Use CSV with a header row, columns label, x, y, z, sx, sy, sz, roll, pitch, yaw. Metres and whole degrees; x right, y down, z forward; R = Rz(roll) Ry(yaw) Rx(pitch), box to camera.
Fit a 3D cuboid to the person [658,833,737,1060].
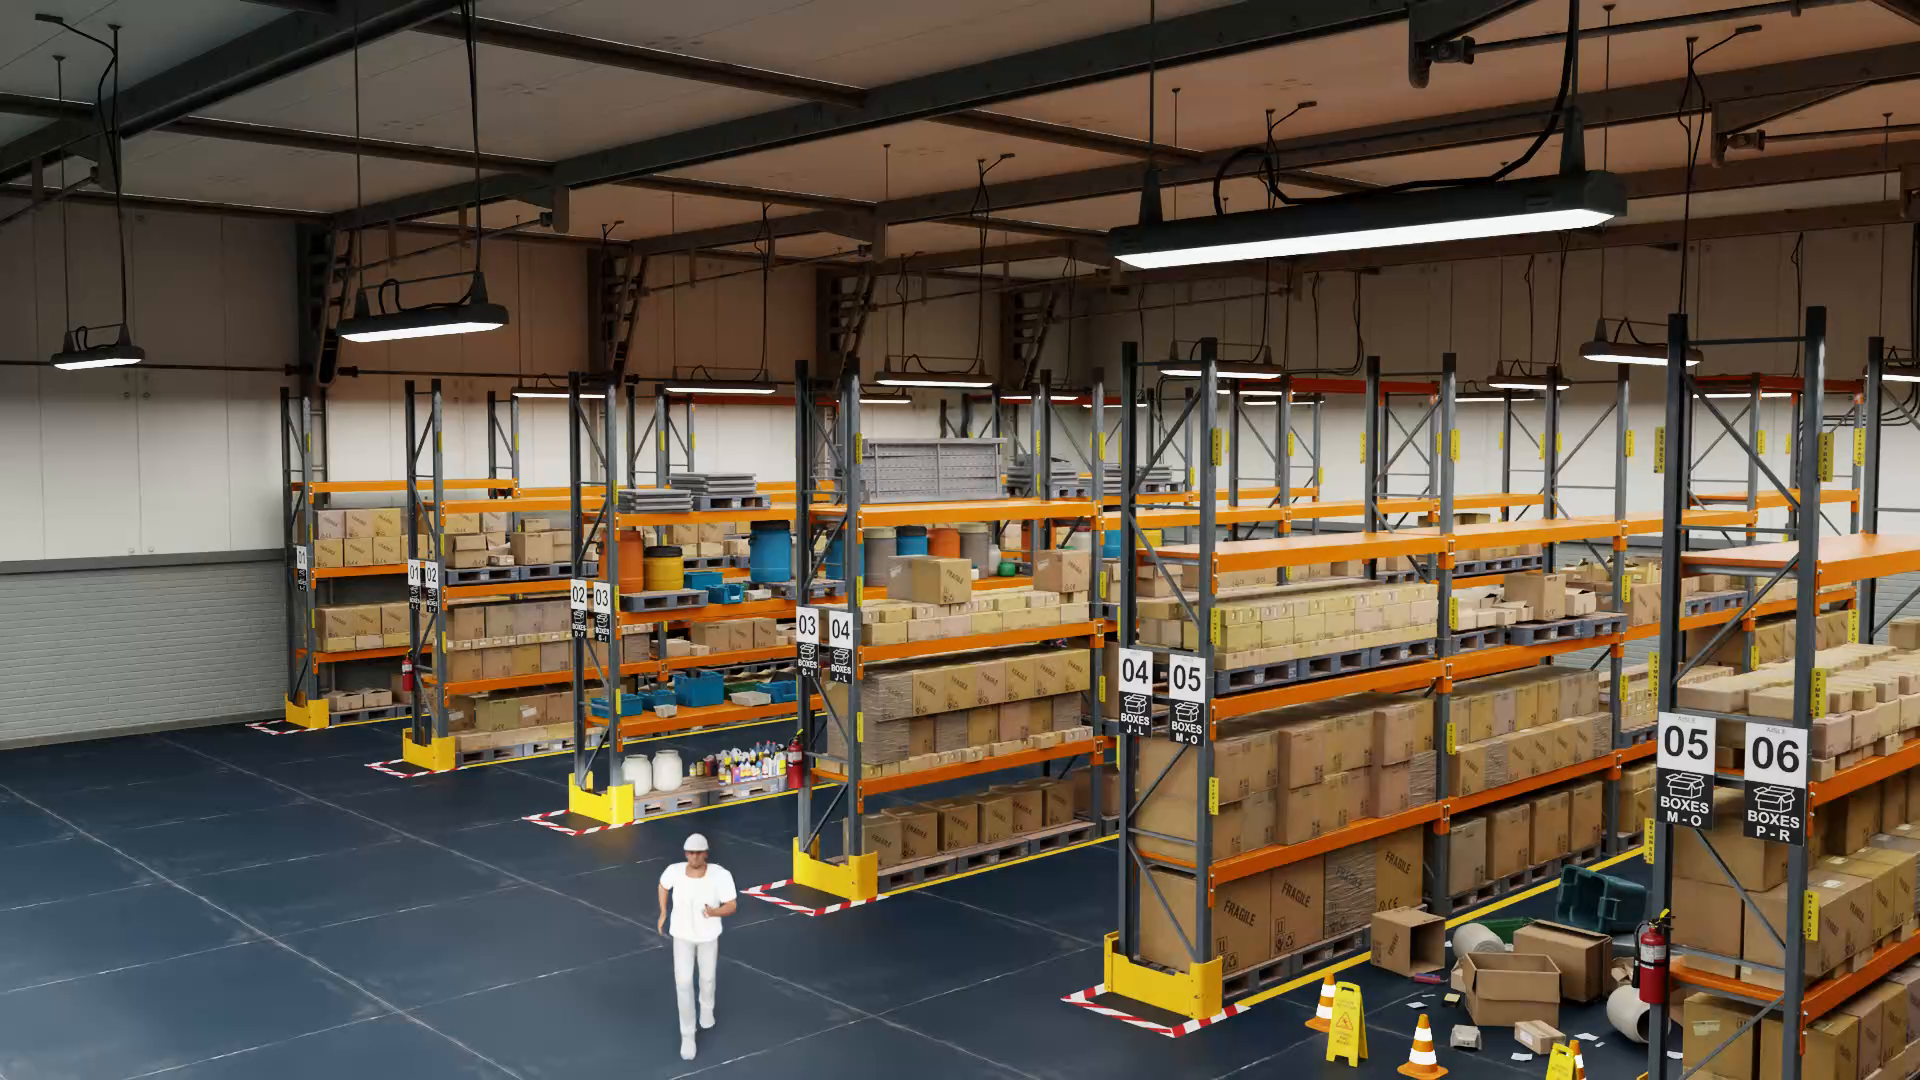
label,x,y,z,sx,sy,sz,roll,pitch,yaw
person,-2.224,3.372,14.079,0.676,1.818,0.876,0,4,-7
